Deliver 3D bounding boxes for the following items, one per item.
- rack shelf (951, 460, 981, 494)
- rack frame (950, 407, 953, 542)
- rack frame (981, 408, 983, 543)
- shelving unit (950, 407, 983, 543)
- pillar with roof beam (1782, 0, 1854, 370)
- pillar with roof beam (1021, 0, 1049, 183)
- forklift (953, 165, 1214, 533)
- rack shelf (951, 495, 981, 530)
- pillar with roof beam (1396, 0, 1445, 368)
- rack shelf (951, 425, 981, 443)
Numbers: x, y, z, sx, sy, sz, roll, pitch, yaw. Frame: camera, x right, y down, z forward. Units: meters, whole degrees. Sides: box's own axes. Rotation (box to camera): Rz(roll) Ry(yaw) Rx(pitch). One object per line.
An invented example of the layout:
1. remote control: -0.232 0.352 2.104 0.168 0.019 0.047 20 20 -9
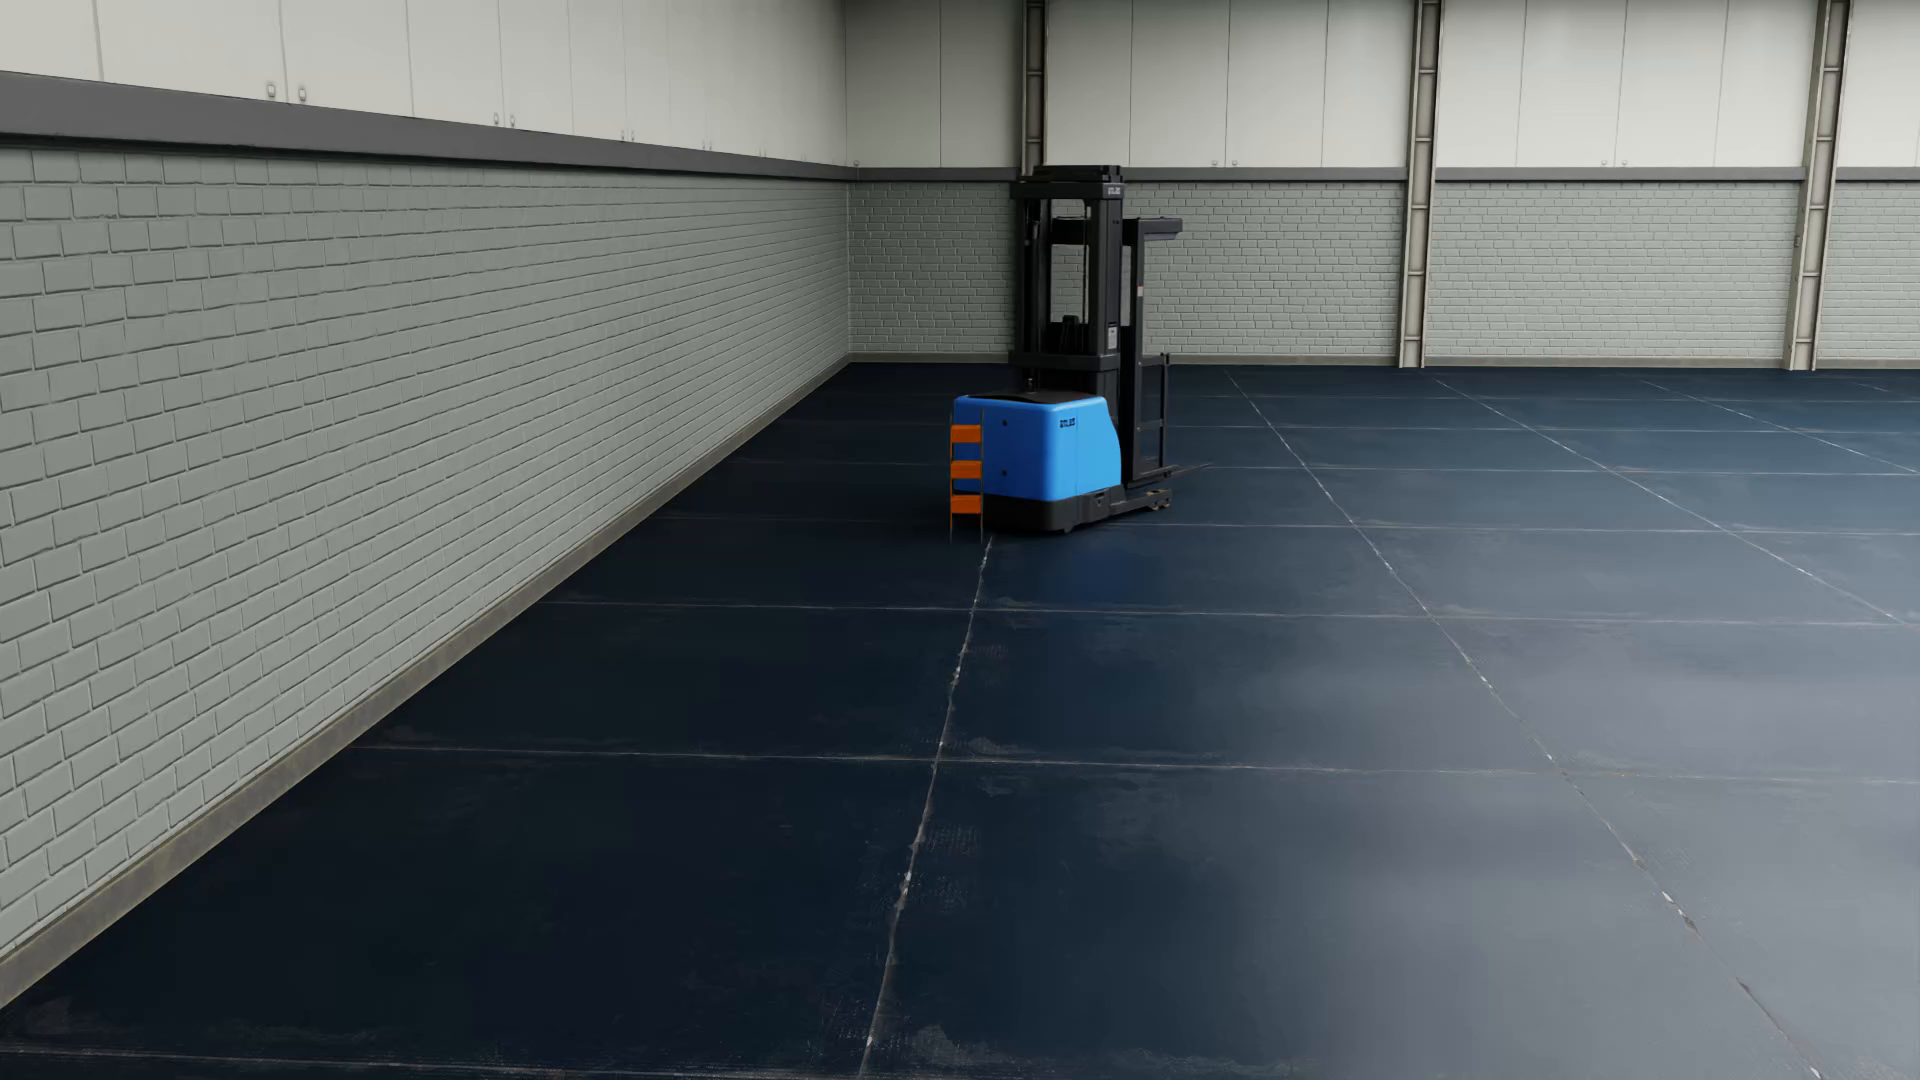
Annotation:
1. rack shelf: 0.053 -0.503 13.159 0.240 0.259 0.215 1 12 4
2. rack frame: -0.068 -0.515 13.165 0.008 1.050 0.200 1 12 4
3. rack frame: 0.175 -0.511 13.149 0.008 1.050 0.200 1 12 4
4. shelving unit: 0.053 -0.513 13.157 0.252 1.050 0.215 1 12 4
5. pillar with roof beam: 12.857 -6.204 20.949 0.400 9.000 9.100 1 12 4
6. pillar with roof beam: 0.883 -6.368 21.734 0.400 9.000 9.100 1 12 4
7. forklift: 1.219 -1.739 14.423 1.130 2.935 3.031 9 15 36
8. rack shelf: 0.053 -0.231 13.216 0.240 0.259 0.215 1 12 4
9. pillar with roof beam: 6.870 -6.286 21.341 0.400 9.000 9.100 1 12 4
10. rack shelf: 0.053 -0.781 13.101 0.240 0.259 0.215 1 12 4
